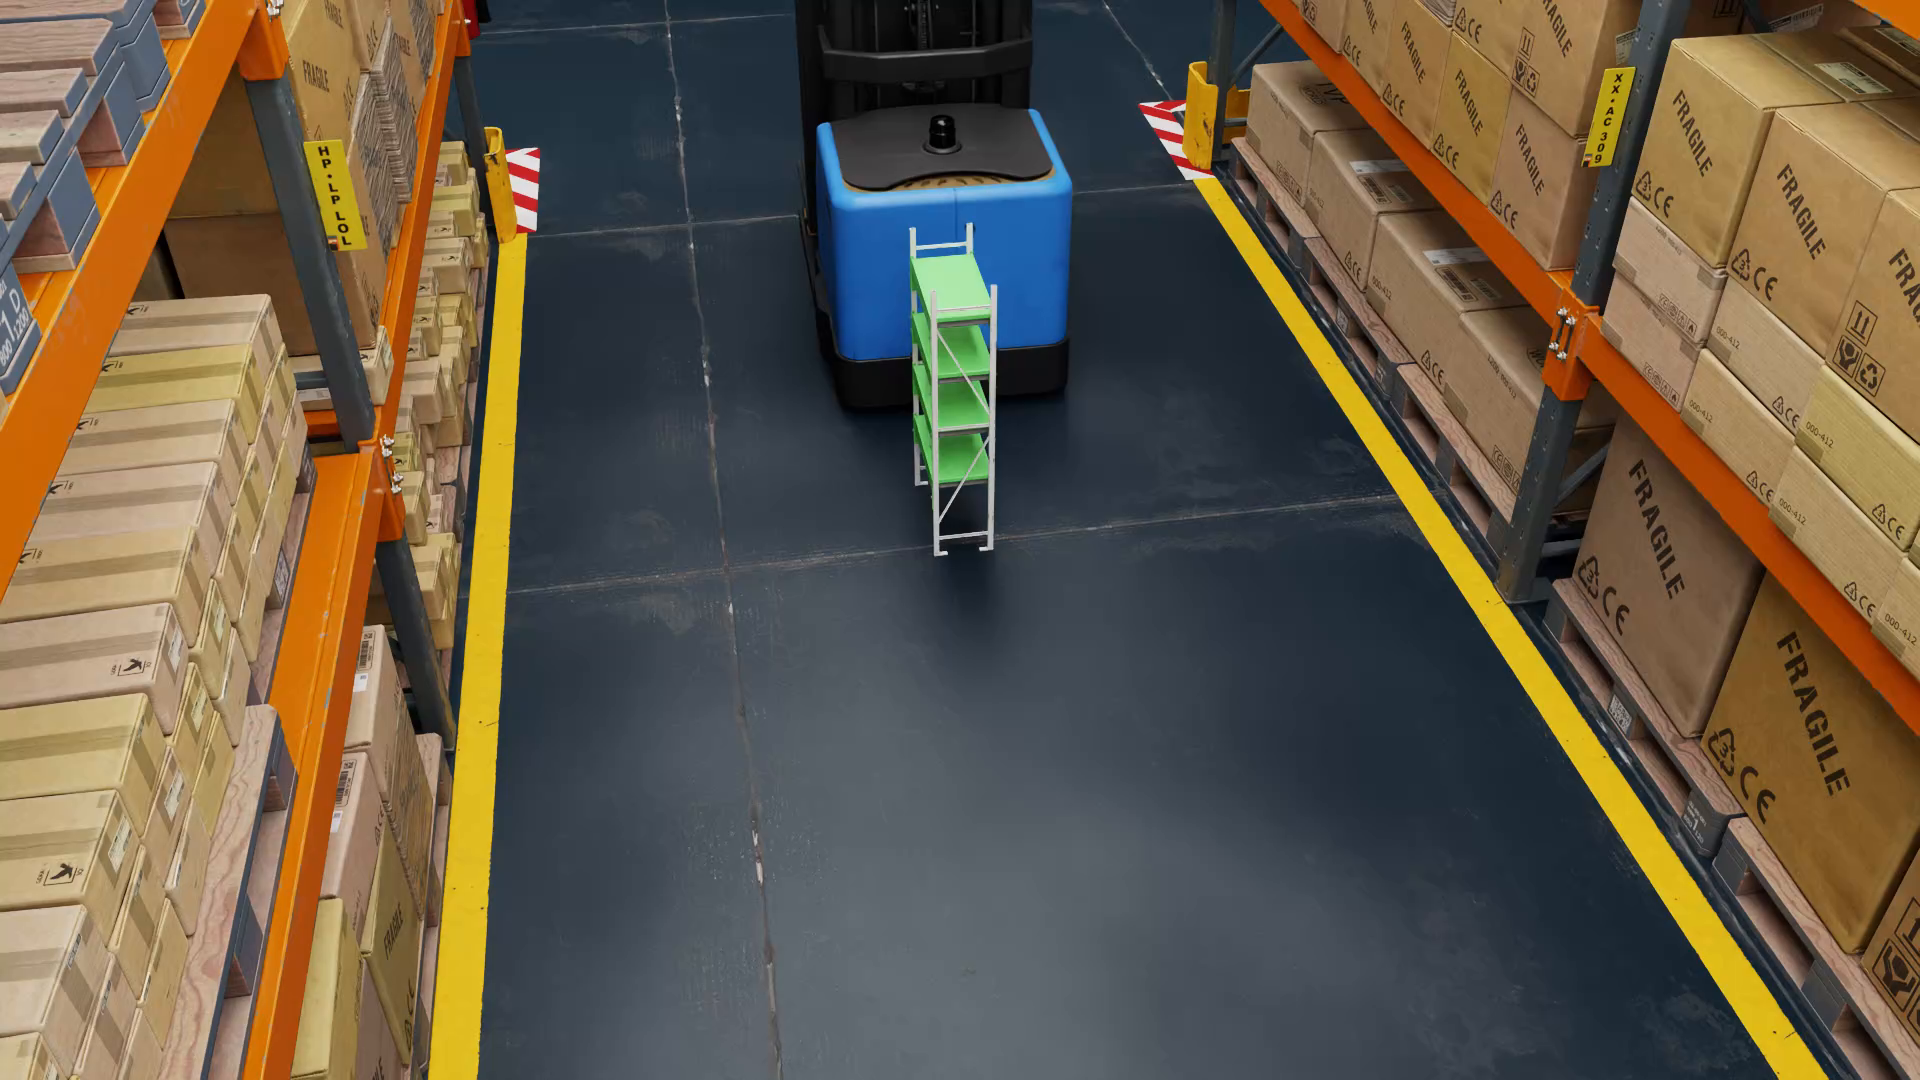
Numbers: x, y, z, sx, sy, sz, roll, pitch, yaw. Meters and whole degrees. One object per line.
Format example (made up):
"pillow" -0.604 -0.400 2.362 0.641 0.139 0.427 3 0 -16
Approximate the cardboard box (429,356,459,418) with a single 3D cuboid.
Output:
"cardboard box" -2.274 -0.615 6.835 0.380 0.149 0.250 -7 38 -8

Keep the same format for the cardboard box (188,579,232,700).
"cardboard box" -1.815 0.240 3.616 0.380 0.149 0.250 -8 39 -10

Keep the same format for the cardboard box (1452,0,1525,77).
"cardboard box" 2.157 -2.016 6.004 0.500 0.500 0.500 -7 38 -9

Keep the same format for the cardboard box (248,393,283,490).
"cardboard box" -1.952 -0.232 4.224 0.380 0.149 0.250 -6 38 -8

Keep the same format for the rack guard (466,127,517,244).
"rack guard" -2.952 -1.809 8.671 1.175 0.500 0.348 -6 38 -8

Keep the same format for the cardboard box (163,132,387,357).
"cardboard box" -2.102 -0.909 5.151 0.500 0.500 0.500 -7 38 -9

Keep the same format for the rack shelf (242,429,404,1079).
"rack shelf" -1.913 1.066 3.519 1.077 0.370 4.000 -6 38 -8

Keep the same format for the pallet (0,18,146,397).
"pallet" -2.075 -0.526 2.690 1.213 0.211 1.003 -6 38 -8

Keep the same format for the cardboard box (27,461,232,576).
"cardboard box" -1.863 -0.029 3.720 0.380 0.149 0.250 -6 38 -8

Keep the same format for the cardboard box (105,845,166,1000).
"cardboard box" -1.677 0.715 3.005 0.380 0.149 0.250 -7 38 -8

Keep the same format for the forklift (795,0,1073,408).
"forklift" -0.249 -2.646 7.767 1.130 2.935 3.031 -6 38 -7

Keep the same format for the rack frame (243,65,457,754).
"rack frame" -2.264 -0.426 4.853 1.000 3.000 0.127 -6 38 -8

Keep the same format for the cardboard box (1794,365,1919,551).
"cardboard box" 2.573 -0.242 4.331 0.500 0.250 0.500 -6 38 -7

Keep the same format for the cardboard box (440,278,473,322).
"cardboard box" -2.395 -1.086 7.442 0.380 0.149 0.250 -6 38 -7

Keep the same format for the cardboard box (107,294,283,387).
"cardboard box" -2.001 -0.506 4.334 0.380 0.149 0.250 -5 38 -6

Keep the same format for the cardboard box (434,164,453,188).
"cardboard box" -2.635 -1.667 7.947 0.380 0.149 0.250 -6 38 -7

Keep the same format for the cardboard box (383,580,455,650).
"cardboard box" -2.011 0.280 5.927 0.380 0.149 0.250 -8 39 -10

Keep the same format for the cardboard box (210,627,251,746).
"cardboard box" -1.813 0.352 3.714 0.380 0.149 0.250 -8 39 -10

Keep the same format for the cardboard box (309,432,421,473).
"cardboard box" -2.203 -0.252 6.125 0.380 0.149 0.250 -7 38 -9

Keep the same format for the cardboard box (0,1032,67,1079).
"cardboard box" -1.587 0.918 2.501 0.380 0.149 0.250 -8 39 -10

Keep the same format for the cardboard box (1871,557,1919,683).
"cardboard box" 2.654 0.261 4.092 0.500 0.250 0.500 -7 38 -9

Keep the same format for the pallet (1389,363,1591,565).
"pallet" 2.536 -0.386 7.075 1.003 0.211 1.213 -6 38 -8

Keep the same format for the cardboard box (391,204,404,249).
"cardboard box" -2.230 -1.161 6.004 0.380 0.149 0.250 -6 38 -7

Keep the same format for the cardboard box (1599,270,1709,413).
"cardboard box" 2.409 -0.666 5.285 0.500 0.250 0.500 -7 38 -9

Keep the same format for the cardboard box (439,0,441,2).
"cardboard box" -2.633 -2.755 7.528 0.500 0.500 0.500 -5 38 -7

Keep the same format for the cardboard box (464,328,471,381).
"cardboard box" -2.370 -0.811 7.330 0.380 0.149 0.250 -6 38 -7

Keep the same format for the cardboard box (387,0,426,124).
"cardboard box" -2.372 -1.836 6.344 0.500 0.500 0.500 -4 38 -6

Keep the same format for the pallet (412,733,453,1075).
"pallet" -2.126 1.145 5.104 1.003 0.211 1.213 -6 38 -8

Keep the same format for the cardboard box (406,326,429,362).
"cardboard box" -2.364 -0.725 6.734 0.380 0.149 0.250 -8 39 -10

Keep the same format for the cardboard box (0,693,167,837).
"cardboard box" -1.725 0.444 3.111 0.380 0.149 0.250 -7 38 -9

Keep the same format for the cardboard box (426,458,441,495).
"cardboard box" -2.246 -0.174 6.510 0.380 0.149 0.250 -7 38 -9

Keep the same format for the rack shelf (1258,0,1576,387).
"rack shelf" 2.241 -1.943 7.393 1.077 0.370 4.000 -6 38 -8

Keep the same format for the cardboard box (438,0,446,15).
"cardboard box" -2.629 -2.576 7.826 0.380 0.149 0.250 -6 38 -8

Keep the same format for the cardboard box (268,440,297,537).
"cardboard box" -1.953 -0.117 4.318 0.380 0.149 0.250 -6 38 -8

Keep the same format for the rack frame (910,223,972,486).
"rack frame" -0.072 -0.721 6.700 0.240 1.200 0.015 -6 38 -8

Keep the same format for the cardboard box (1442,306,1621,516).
"cardboard box" 2.588 -0.564 6.777 0.875 0.438 0.875 -7 38 -9

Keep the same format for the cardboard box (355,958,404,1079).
"cardboard box" -1.711 1.435 4.153 0.500 0.500 0.500 -7 38 -9

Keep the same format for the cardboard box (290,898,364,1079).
"cardboard box" -1.700 1.151 3.907 0.500 0.250 0.500 -8 39 -10

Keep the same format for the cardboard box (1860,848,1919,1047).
"cardboard box" 3.102 1.104 4.273 0.875 0.875 0.875 -6 38 -7

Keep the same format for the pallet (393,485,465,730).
"pallet" -2.416 0.273 6.226 1.003 0.211 1.213 -6 38 -8

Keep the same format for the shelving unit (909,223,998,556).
"shelving unit" -0.029 -0.574 6.511 0.258 1.200 0.503 -6 38 -8

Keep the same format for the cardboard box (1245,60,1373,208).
"cardboard box" 2.105 -2.202 8.885 0.875 0.438 0.875 -7 38 -9

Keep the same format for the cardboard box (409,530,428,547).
"cardboard box" -2.145 0.020 6.018 0.380 0.149 0.250 -6 38 -8

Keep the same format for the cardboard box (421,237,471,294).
"cardboard box" -2.380 -1.204 7.352 0.380 0.149 0.250 -5 38 -6

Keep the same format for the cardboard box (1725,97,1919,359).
"cardboard box" 2.503 -0.853 4.506 0.500 0.500 0.500 -6 38 -8

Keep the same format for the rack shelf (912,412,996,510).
"rack shelf" -0.029 -0.334 6.697 0.258 0.148 0.480 -6 38 -8

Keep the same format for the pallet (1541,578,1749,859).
"pallet" 2.802 0.540 5.883 1.003 0.211 1.213 -6 38 -8

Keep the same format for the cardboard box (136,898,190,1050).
"cardboard box" -1.676 0.831 3.098 0.380 0.149 0.250 -6 38 -7

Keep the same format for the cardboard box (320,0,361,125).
"cardboard box" -2.209 -1.588 5.210 0.500 0.500 0.500 -7 38 -9

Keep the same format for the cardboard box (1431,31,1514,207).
"cardboard box" 2.163 -1.622 6.311 0.500 0.500 0.500 -7 38 -9

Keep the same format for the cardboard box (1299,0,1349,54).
"cardboard box" 1.880 -2.542 7.496 0.500 0.500 0.500 -6 38 -8
